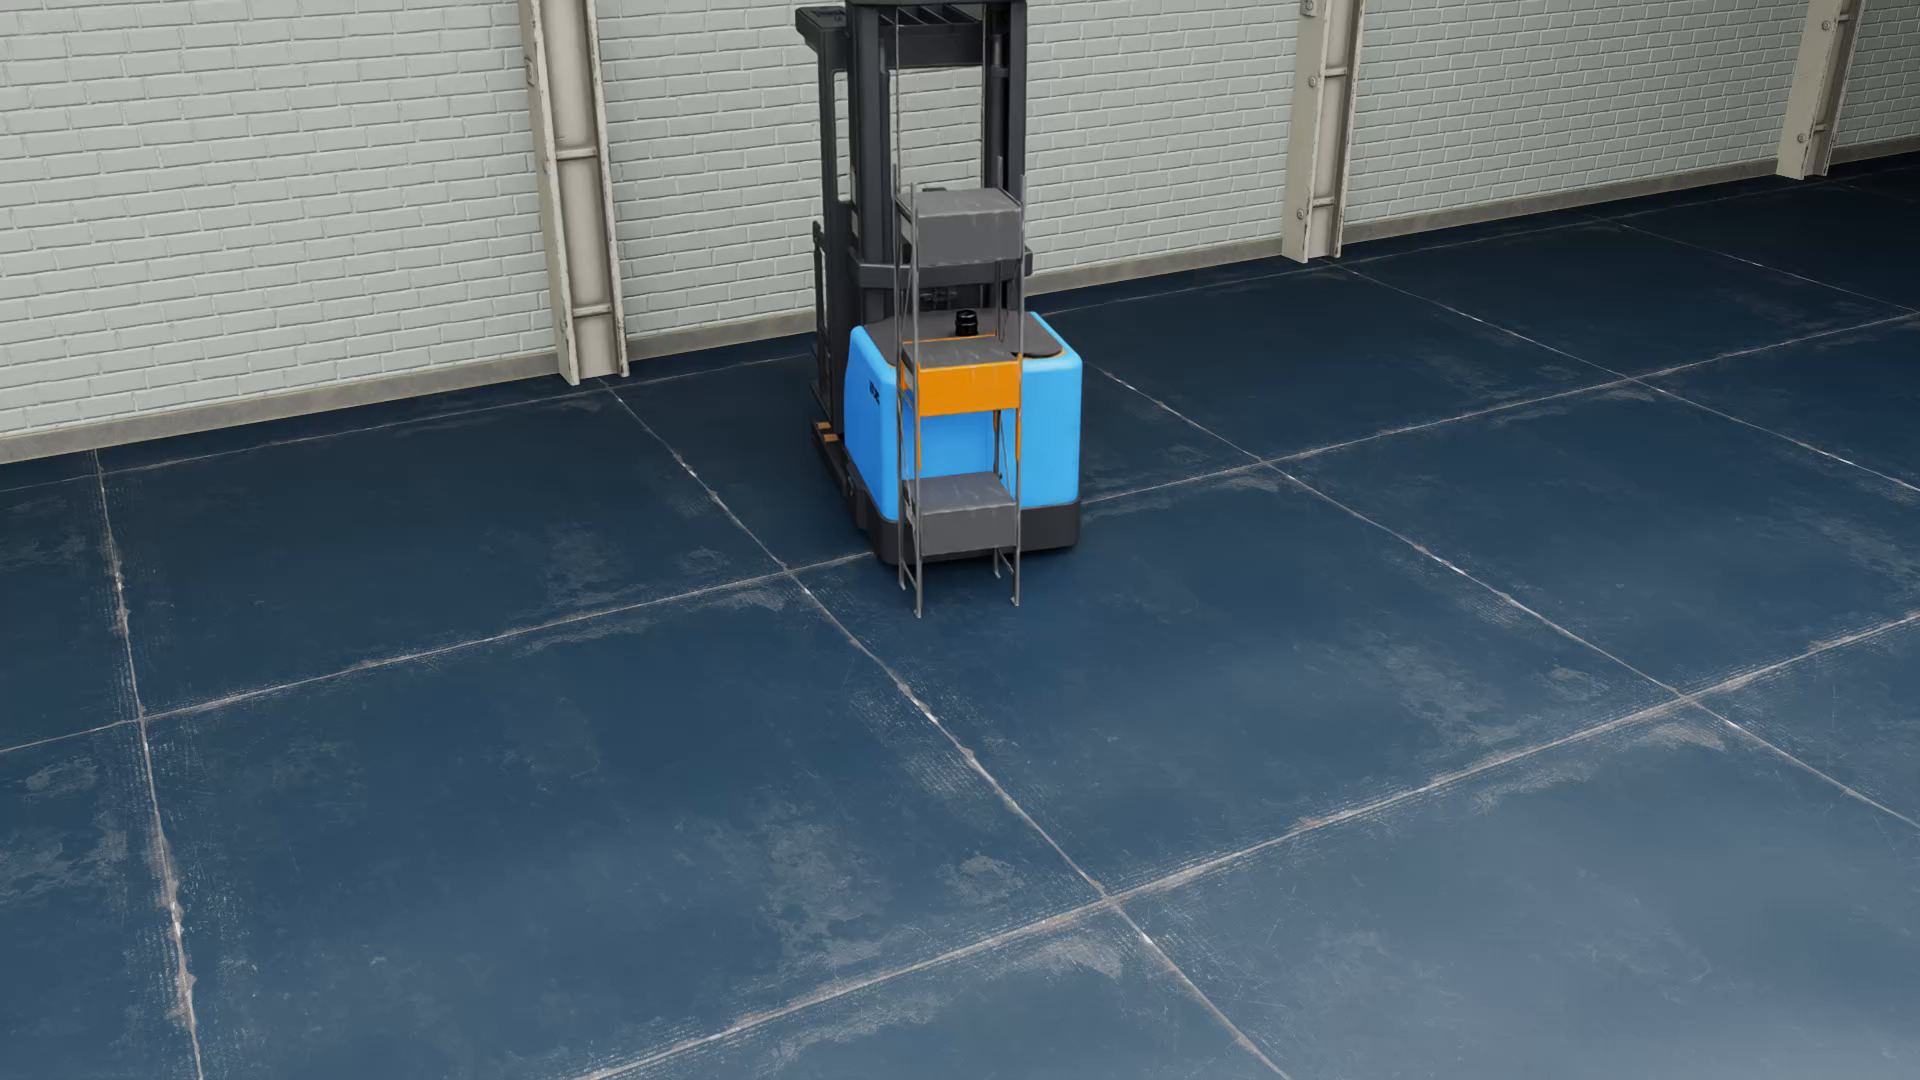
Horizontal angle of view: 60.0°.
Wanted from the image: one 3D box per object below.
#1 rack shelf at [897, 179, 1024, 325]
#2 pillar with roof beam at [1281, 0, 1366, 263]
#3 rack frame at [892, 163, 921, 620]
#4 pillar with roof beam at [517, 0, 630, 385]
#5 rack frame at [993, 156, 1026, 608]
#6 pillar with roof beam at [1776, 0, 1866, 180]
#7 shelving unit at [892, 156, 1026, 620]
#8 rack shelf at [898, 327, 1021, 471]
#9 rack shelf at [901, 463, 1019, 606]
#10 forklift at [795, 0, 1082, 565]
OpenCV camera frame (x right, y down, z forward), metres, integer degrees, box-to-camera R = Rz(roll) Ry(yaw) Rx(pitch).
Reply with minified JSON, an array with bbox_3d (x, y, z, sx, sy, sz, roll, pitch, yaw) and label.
[{"bbox_3d":[-0.009,-1.293,7.431,0.480,0.518,0.431,-7,26,-13],"label":"rack shelf"},{"bbox_3d":[4.887,-4.743,8.231,0.400,9.000,9.100,-13,29,-25],"label":"pillar with roof beam"},{"bbox_3d":[-0.244,-0.647,7.672,0.015,2.100,0.400,-7,26,-13],"label":"rack frame"},{"bbox_3d":[-0.407,-3.521,5.686,0.400,9.000,9.100,-13,29,-25],"label":"pillar with roof beam"},{"bbox_3d":[0.227,-0.701,7.785,0.015,2.100,0.400,-7,26,-13],"label":"rack frame"},{"bbox_3d":[10.181,-5.965,10.776,0.400,9.000,9.100,-13,29,-25],"label":"pillar with roof beam"},{"bbox_3d":[-0.009,-0.674,7.728,0.503,2.100,0.431,-7,26,-13],"label":"shelving unit"},{"bbox_3d":[-0.009,-0.662,7.734,0.480,0.518,0.431,-7,26,-13],"label":"rack shelf"},{"bbox_3d":[-0.009,-0.031,8.037,0.480,0.518,0.431,-7,26,-13],"label":"rack shelf"},{"bbox_3d":[-0.254,-1.809,9.132,1.130,2.935,3.031,-7,26,-13],"label":"forklift"}]
